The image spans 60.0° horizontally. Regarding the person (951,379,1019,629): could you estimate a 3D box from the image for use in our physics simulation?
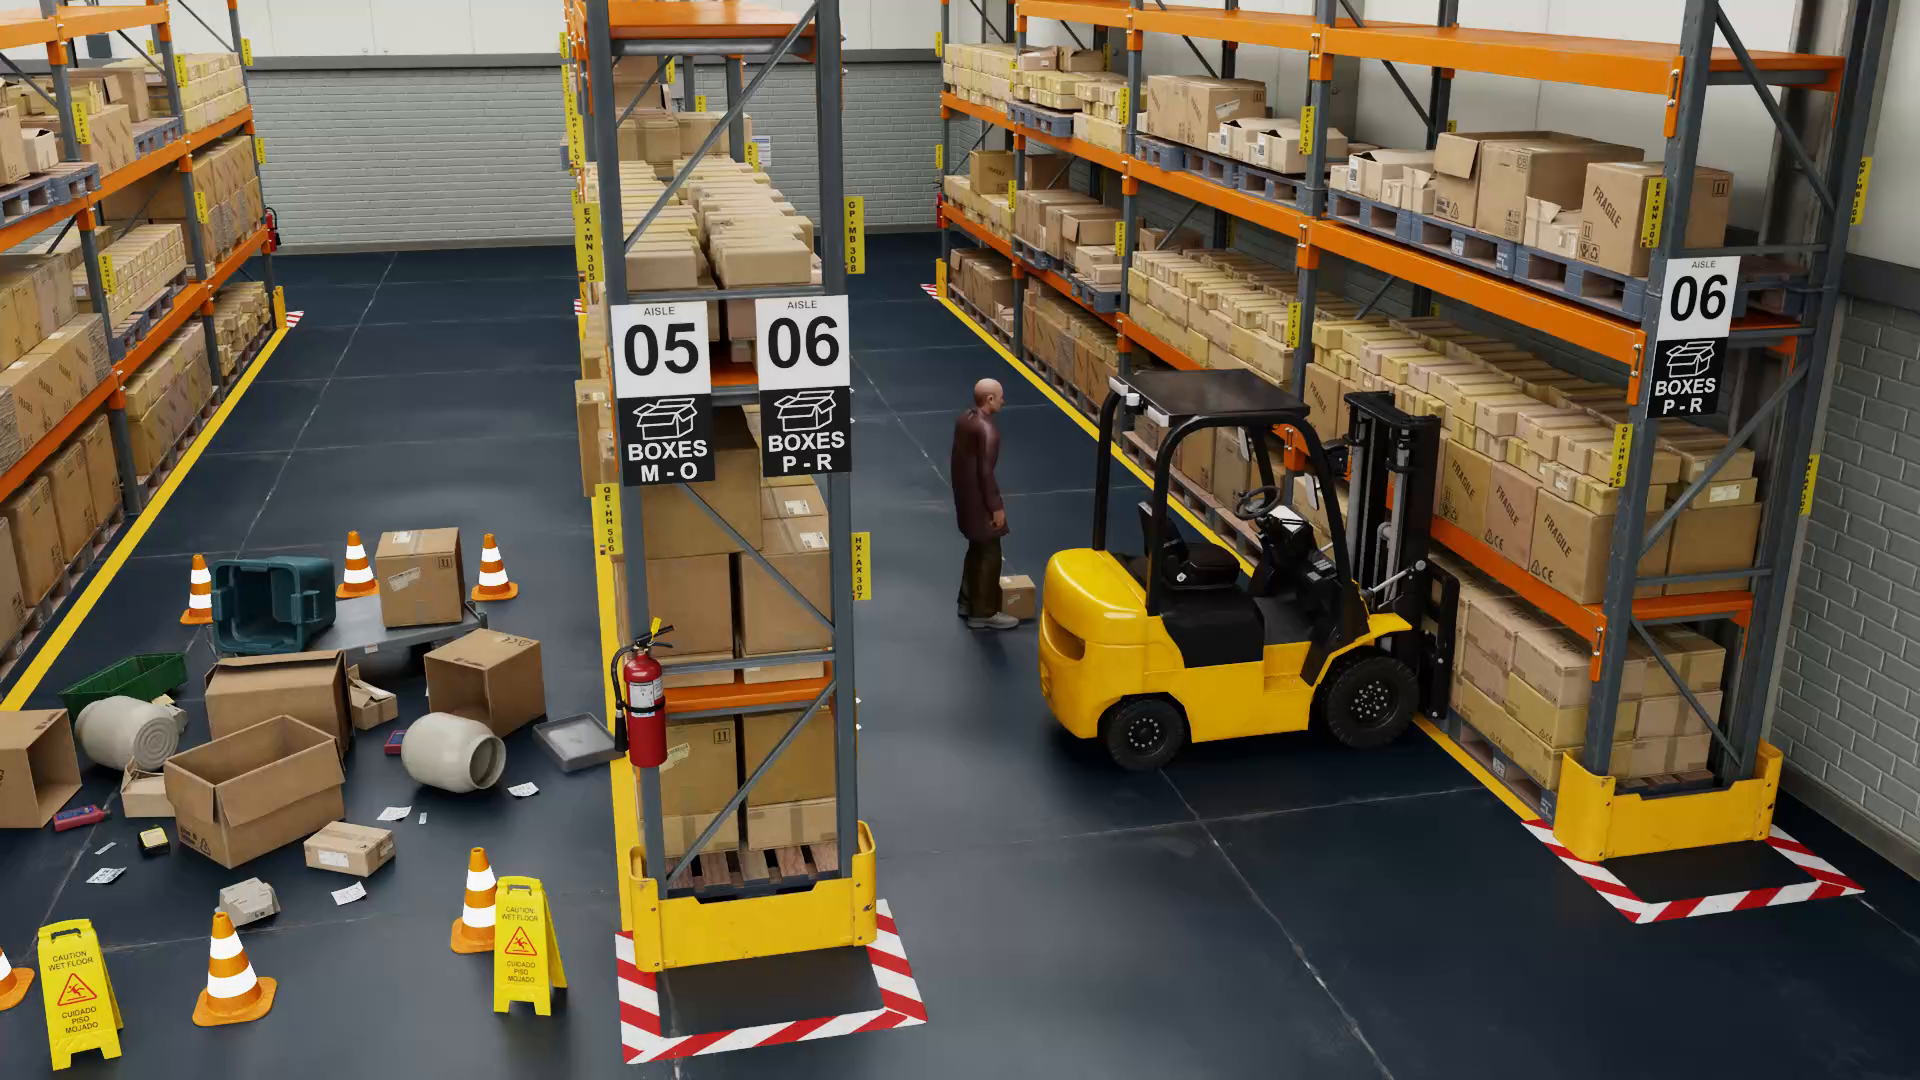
[{"bbox_3d":[0.157,-0.279,11.888,0.429,1.772,0.650,-6,20,-16],"label":"person"}]
